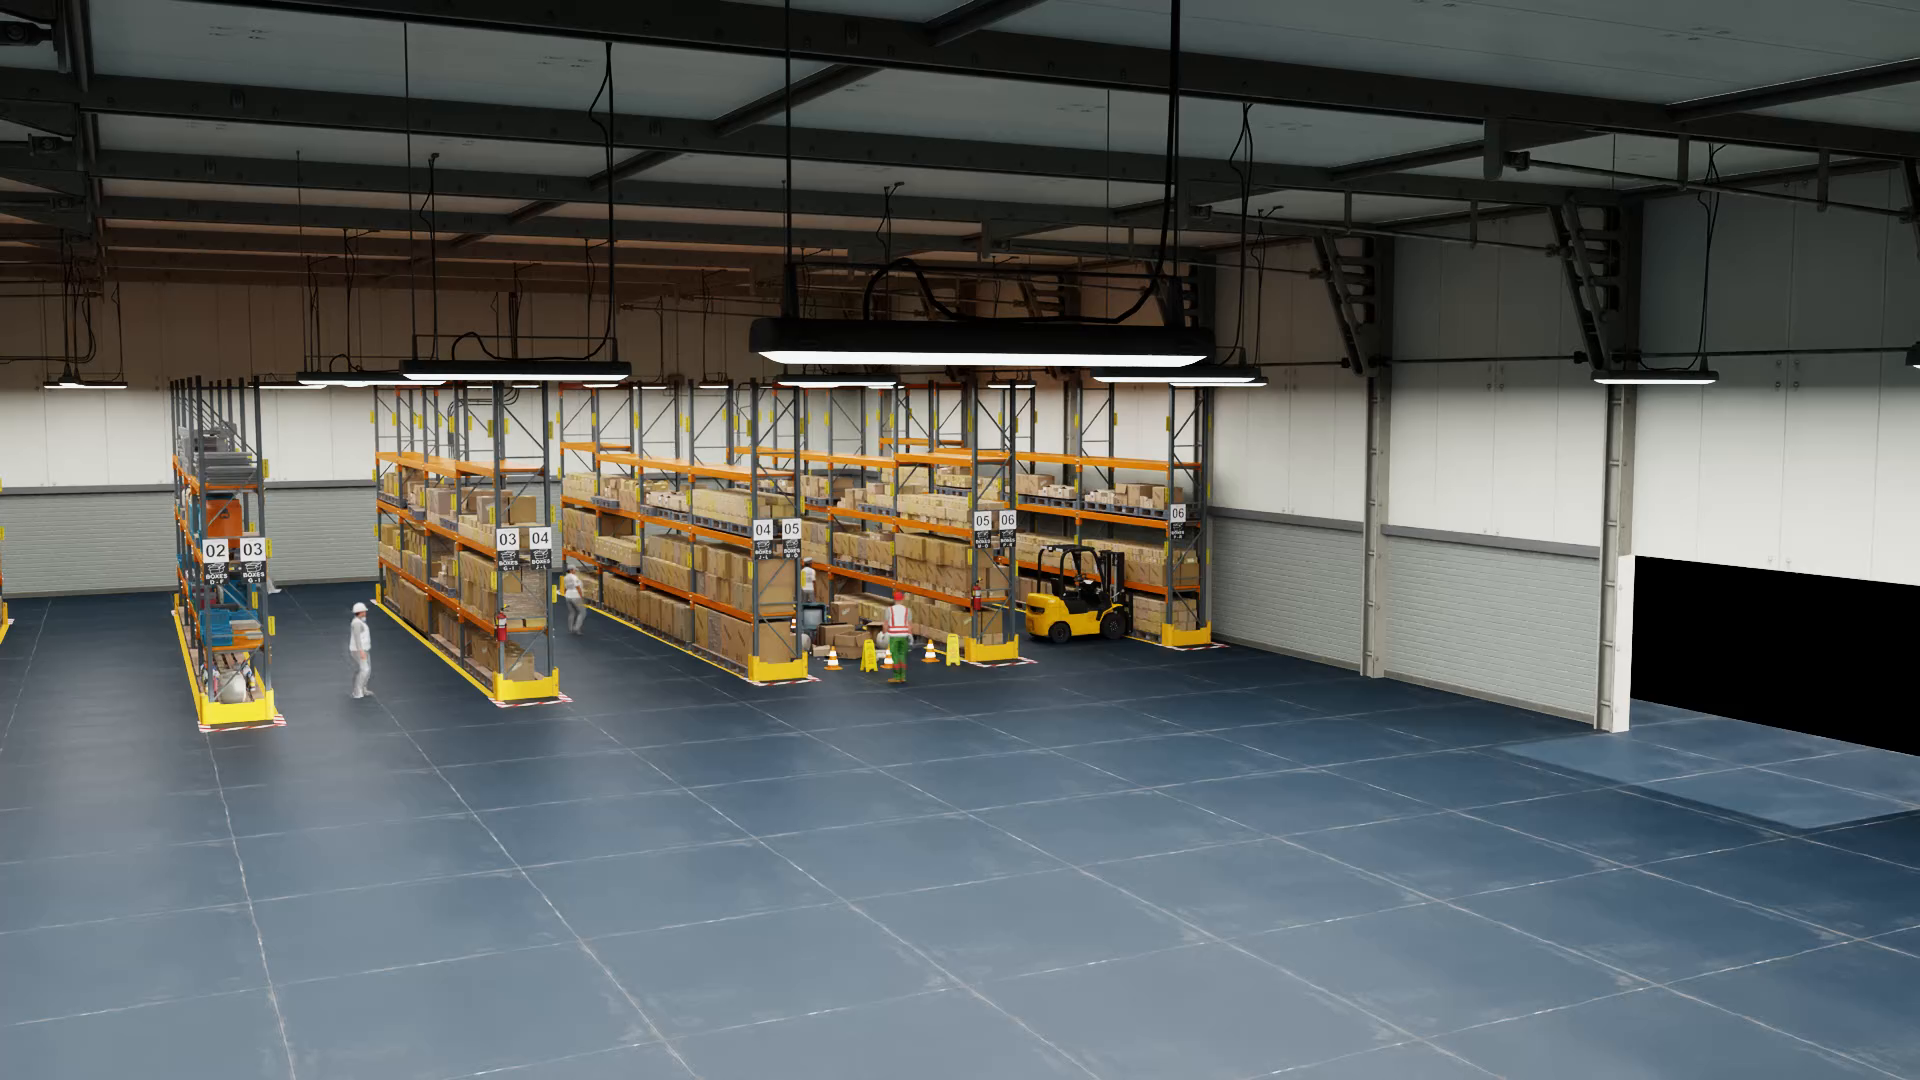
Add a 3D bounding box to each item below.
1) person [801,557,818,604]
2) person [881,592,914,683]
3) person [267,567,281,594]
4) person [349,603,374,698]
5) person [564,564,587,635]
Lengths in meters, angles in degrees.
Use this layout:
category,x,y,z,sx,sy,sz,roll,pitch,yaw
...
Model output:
category,x,y,z,sx,sy,sz,roll,pitch,yaw
person,-3.739,1.260,40.917,0.476,1.681,0.544,0,5,-1
person,-1.232,1.924,32.775,0.649,1.821,0.392,-1,5,-16
person,-19.835,0.683,47.040,1.123,1.739,0.645,-1,5,-8
person,-11.297,2.103,31.361,0.399,1.847,0.565,0,5,-3
person,-9.072,1.416,39.272,0.588,1.680,0.388,4,7,39
